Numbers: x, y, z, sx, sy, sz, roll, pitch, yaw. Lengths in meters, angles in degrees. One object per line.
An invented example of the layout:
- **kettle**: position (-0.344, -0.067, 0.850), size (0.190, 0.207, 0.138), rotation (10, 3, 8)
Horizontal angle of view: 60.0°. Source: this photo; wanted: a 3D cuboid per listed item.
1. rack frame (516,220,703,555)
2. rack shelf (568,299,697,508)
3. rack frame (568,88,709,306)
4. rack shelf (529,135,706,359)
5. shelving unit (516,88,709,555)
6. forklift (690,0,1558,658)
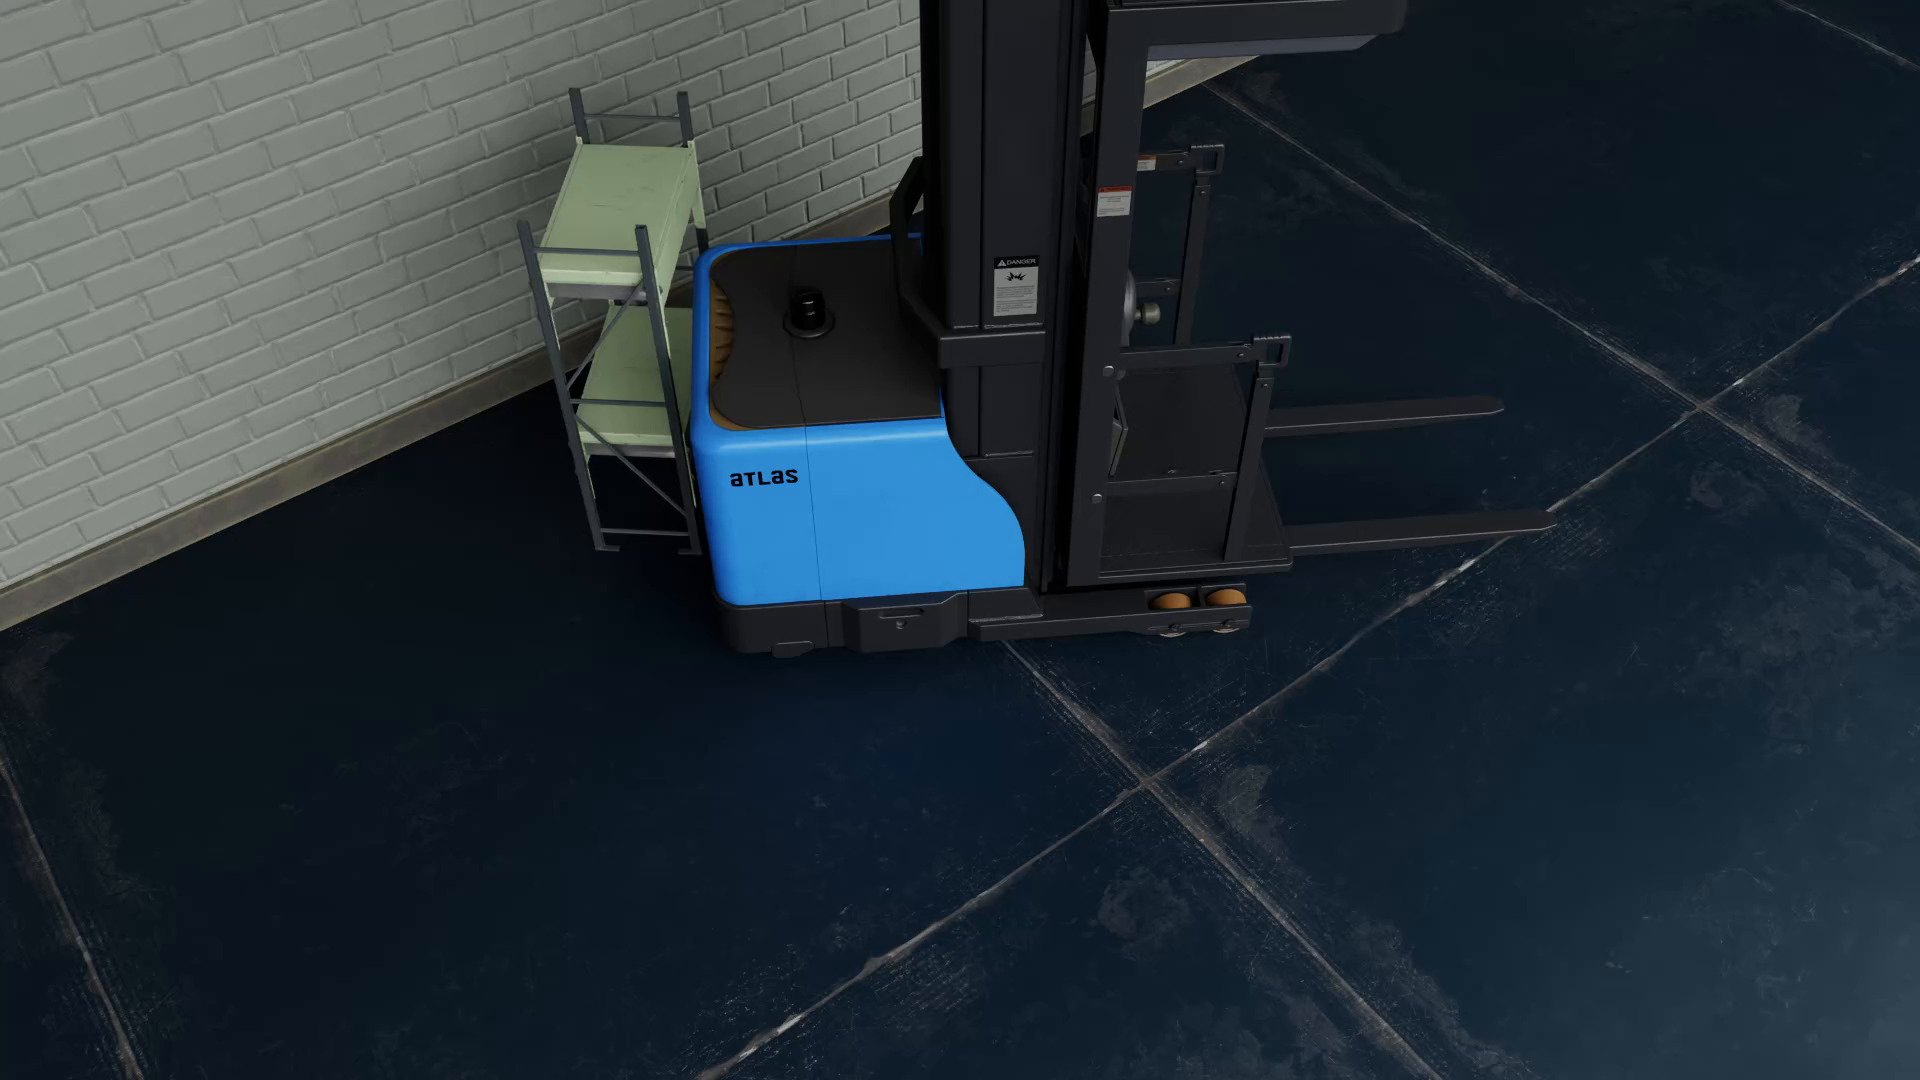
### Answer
- **rack frame**: position (-1.162, -0.464, 5.658), size (0.400, 1.500, 0.023), rotation (3, 48, 2)
- **rack shelf**: position (-1.140, -0.516, 6.145), size (0.431, 0.370, 0.720), rotation (3, 48, 2)
- **rack frame**: position (-1.117, -1.005, 6.149), size (0.400, 1.500, 0.023), rotation (3, 48, 2)
- **rack shelf**: position (-1.140, -0.997, 5.615), size (0.431, 0.370, 0.720), rotation (3, 48, 2)
- **shelving unit**: position (-1.140, -0.735, 5.904), size (0.431, 1.500, 0.755), rotation (3, 48, 2)
- **forklift**: position (0.620, -1.028, 5.204), size (3.031, 2.935, 1.130), rotation (-4, 48, -4)
